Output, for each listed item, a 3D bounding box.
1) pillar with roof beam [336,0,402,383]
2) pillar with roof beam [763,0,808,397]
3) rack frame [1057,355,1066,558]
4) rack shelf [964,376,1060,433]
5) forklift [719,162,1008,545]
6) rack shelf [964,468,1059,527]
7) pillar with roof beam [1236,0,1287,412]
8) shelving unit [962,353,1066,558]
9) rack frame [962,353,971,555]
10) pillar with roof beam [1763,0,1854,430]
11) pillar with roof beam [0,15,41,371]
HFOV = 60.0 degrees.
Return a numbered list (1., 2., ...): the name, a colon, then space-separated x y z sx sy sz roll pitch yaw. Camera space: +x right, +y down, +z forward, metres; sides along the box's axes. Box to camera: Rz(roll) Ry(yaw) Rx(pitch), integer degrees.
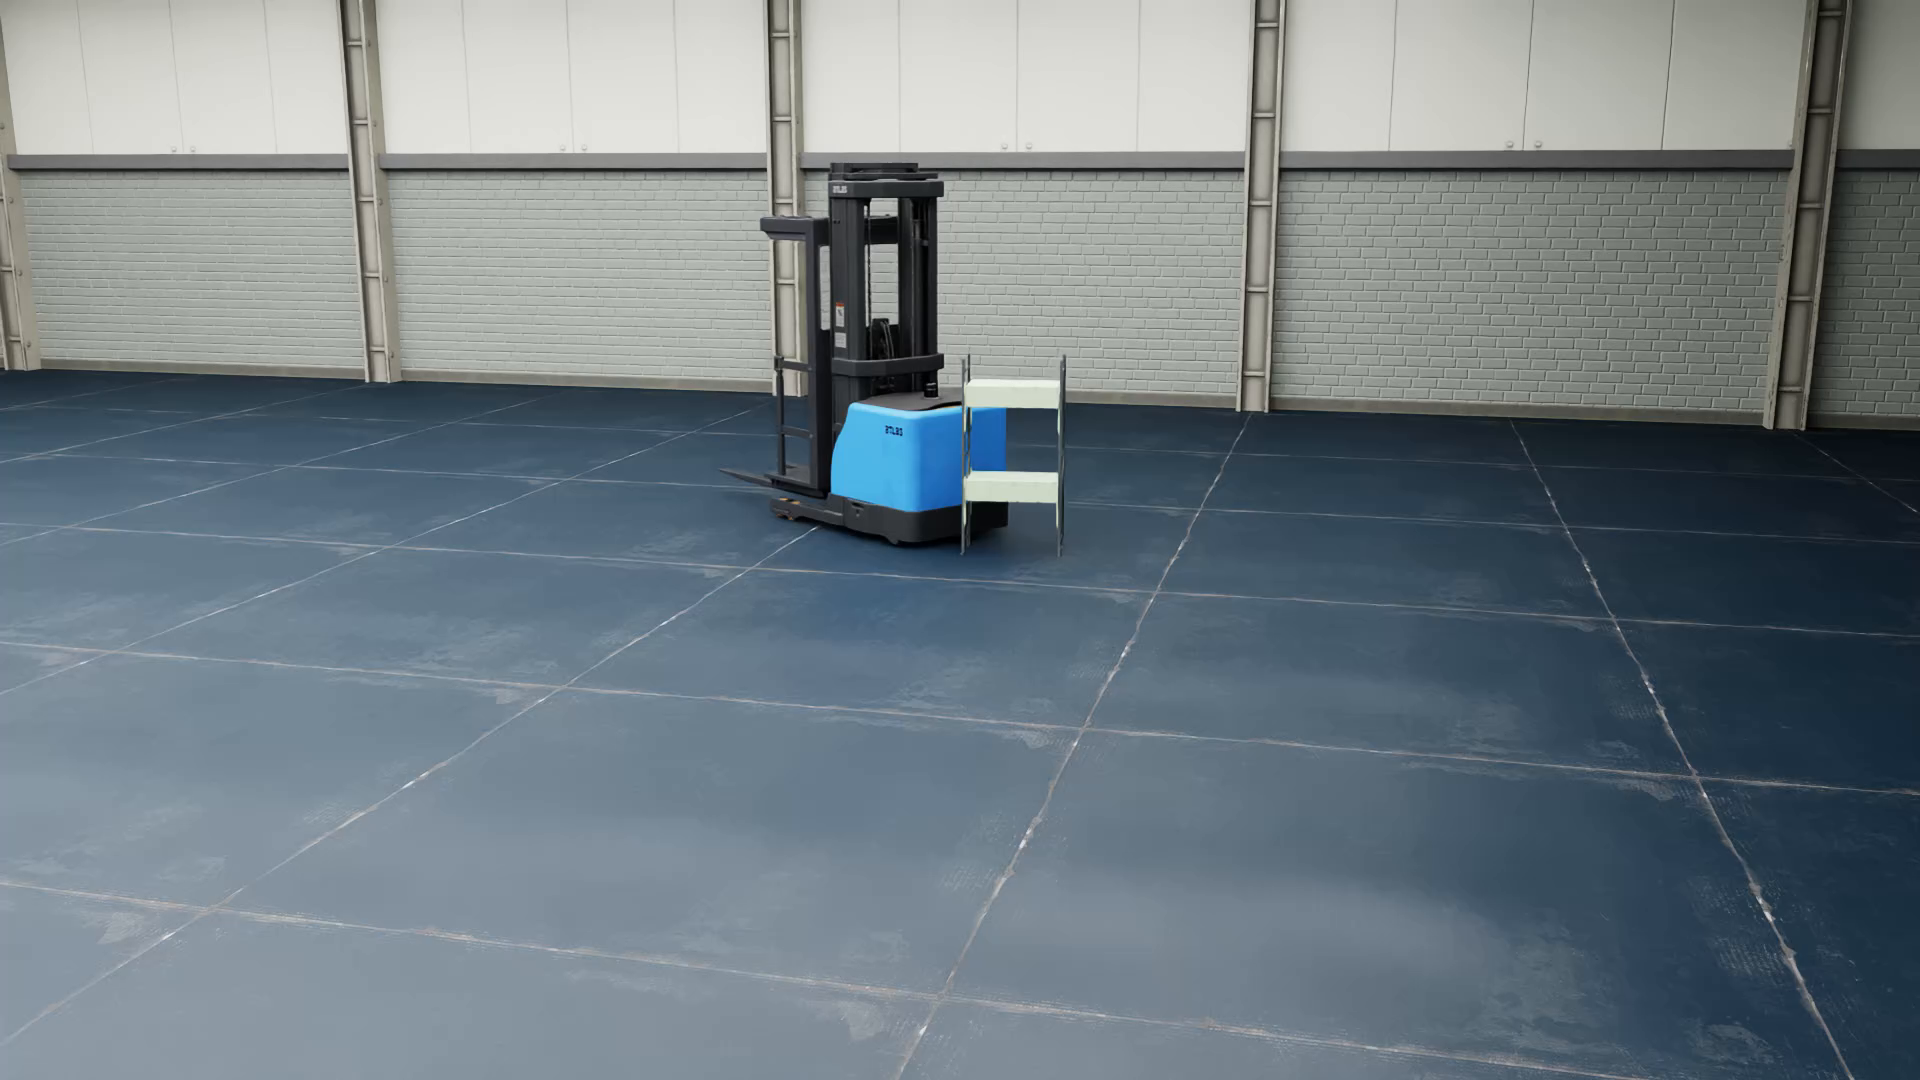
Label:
1. pillar with roof beam: -9.080 -5.708 18.186 0.400 9.000 9.100 3 13 14
2. pillar with roof beam: -3.255 -5.397 16.782 0.400 9.000 9.100 3 13 14
3. rack frame: 0.774 -0.639 12.650 0.023 1.500 0.400 1 13 7
4. rack shelf: 0.410 -1.029 12.608 0.720 0.370 0.431 1 13 7
5. forklift: -0.955 -1.654 13.924 1.130 2.935 3.031 -11 16 -39
6. rack shelf: 0.410 -0.330 12.763 0.720 0.370 0.431 1 13 7
7. pillar with roof beam: 2.570 -5.085 15.379 0.400 9.000 9.100 3 13 14
8. shelving unit: 0.410 -0.648 12.692 0.755 1.500 0.431 1 13 7
9. rack frame: 0.047 -0.658 12.735 0.023 1.500 0.400 1 13 7
10. pillar with roof beam: 8.396 -4.774 13.975 0.400 9.000 9.100 3 13 14
11. pillar with roof beam: -14.905 -6.019 19.589 0.400 9.000 9.100 3 13 14
